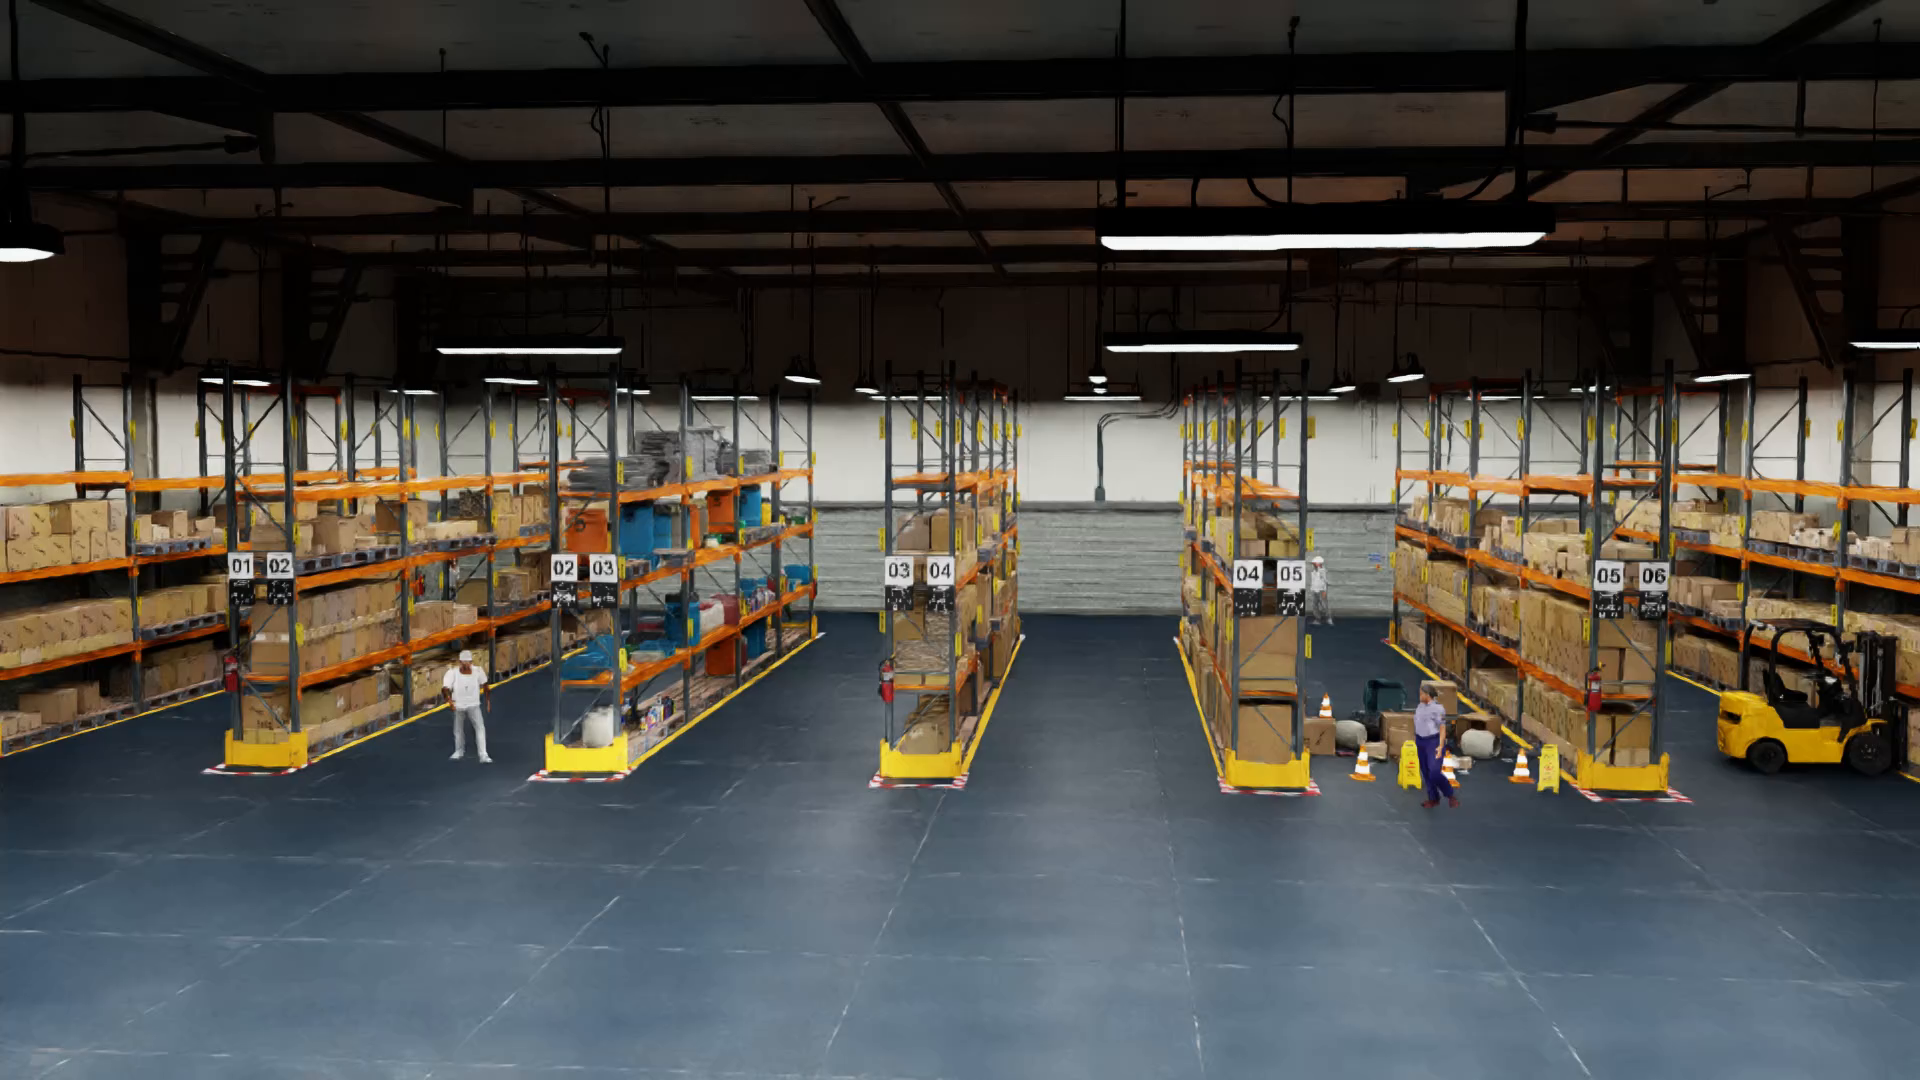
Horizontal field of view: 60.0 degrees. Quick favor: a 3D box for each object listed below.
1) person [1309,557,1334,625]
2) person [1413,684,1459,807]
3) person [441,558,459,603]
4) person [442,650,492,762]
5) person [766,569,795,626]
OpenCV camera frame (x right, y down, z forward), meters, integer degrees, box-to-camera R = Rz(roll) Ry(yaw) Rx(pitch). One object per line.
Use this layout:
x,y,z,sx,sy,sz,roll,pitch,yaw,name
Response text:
9.339,1.307,42.938,0.544,1.766,0.631,-2,4,-23,person
6.294,2.726,22.039,0.437,1.641,0.648,-2,4,-27,person
-13.932,1.252,45.190,0.614,1.568,0.544,-2,4,-28,person
-7.447,2.492,25.110,0.708,1.701,0.797,-1,4,-14,person
-4.606,1.351,42.505,0.596,1.735,0.987,2,4,25,person
